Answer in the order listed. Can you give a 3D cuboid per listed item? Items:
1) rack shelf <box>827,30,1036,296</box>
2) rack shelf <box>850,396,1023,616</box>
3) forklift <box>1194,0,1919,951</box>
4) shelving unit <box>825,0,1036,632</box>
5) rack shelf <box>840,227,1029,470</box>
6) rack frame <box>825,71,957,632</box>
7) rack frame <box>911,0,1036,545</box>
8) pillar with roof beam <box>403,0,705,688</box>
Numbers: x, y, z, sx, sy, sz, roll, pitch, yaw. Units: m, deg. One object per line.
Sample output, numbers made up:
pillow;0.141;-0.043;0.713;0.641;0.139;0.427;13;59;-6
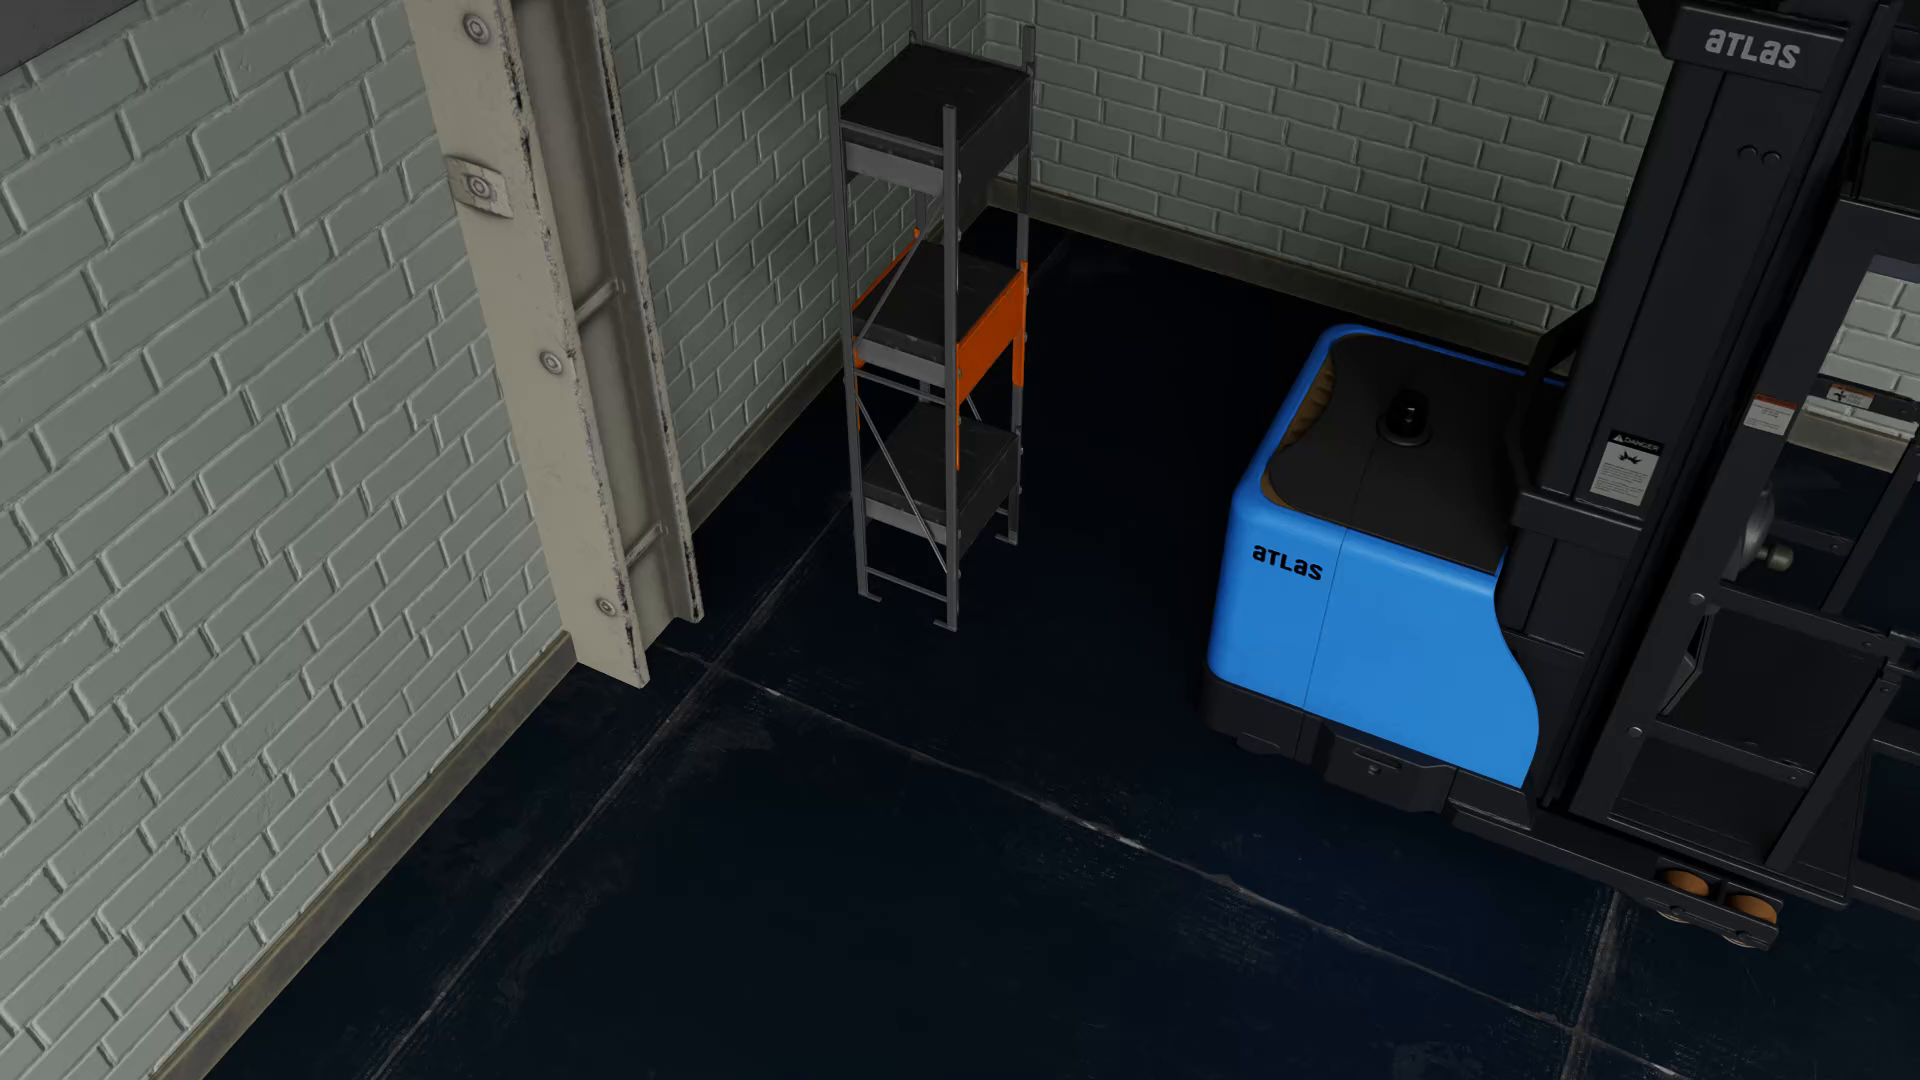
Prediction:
rack shelf;-0.077;-1.116;4.912;0.431;0.518;0.480;20;49;19
rack shelf;-0.077;-0.132;5.908;0.431;0.518;0.480;20;49;19
forklift;2.341;-0.235;4.421;3.031;2.935;1.130;20;49;18
shelving unit;-0.077;-0.634;5.400;0.431;2.100;0.503;20;49;19
rack shelf;-0.077;-0.624;5.410;0.431;0.518;0.480;20;49;19
rack frame;-0.190;-0.480;5.248;0.400;2.100;0.015;20;49;19
rack frame;0.036;-0.788;5.552;0.400;2.100;0.015;20;49;19
pillar with roof beam;2.669;-1.403;1.310;9.100;9.000;0.400;20;49;19
